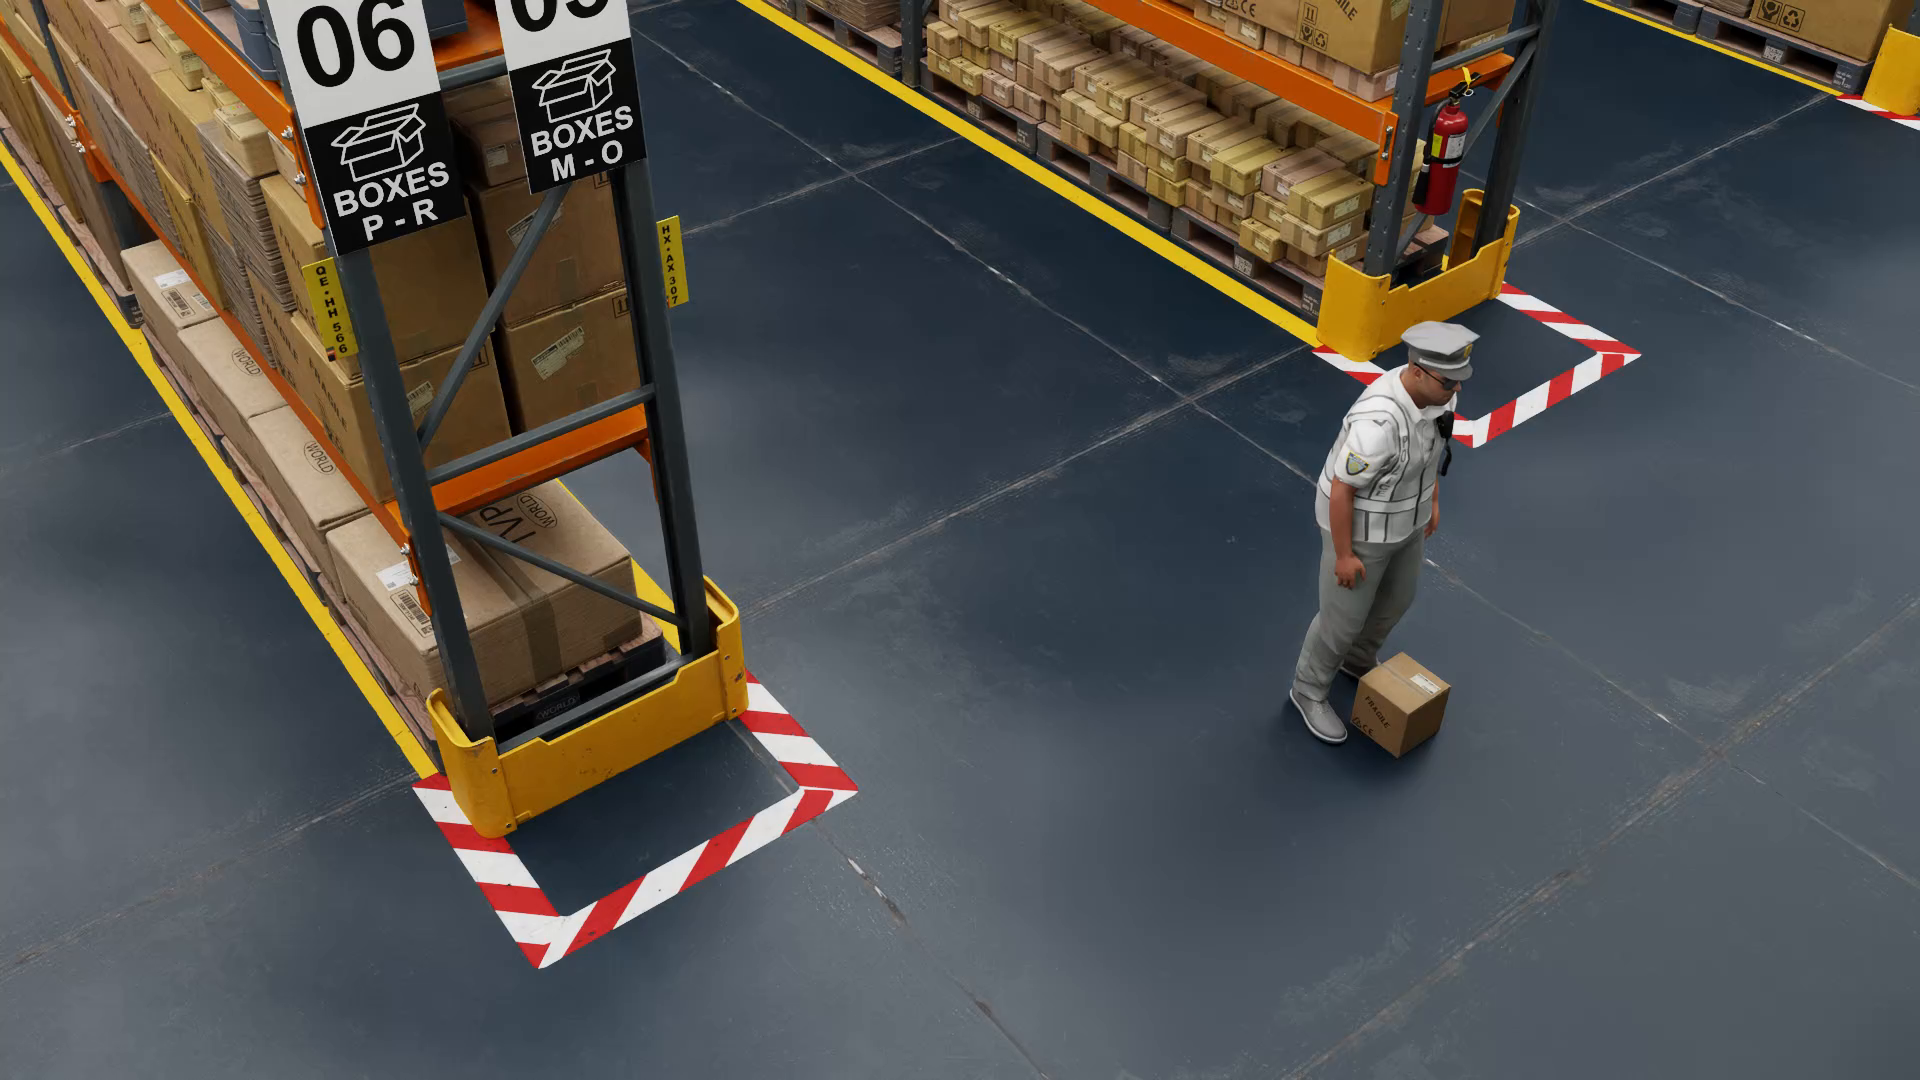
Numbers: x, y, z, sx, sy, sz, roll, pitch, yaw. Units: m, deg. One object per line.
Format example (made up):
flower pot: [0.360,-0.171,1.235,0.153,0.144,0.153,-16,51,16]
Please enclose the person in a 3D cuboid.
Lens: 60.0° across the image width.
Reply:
person: [1.563,-0.068,6.229,0.605,1.751,0.428,-29,48,-30]
